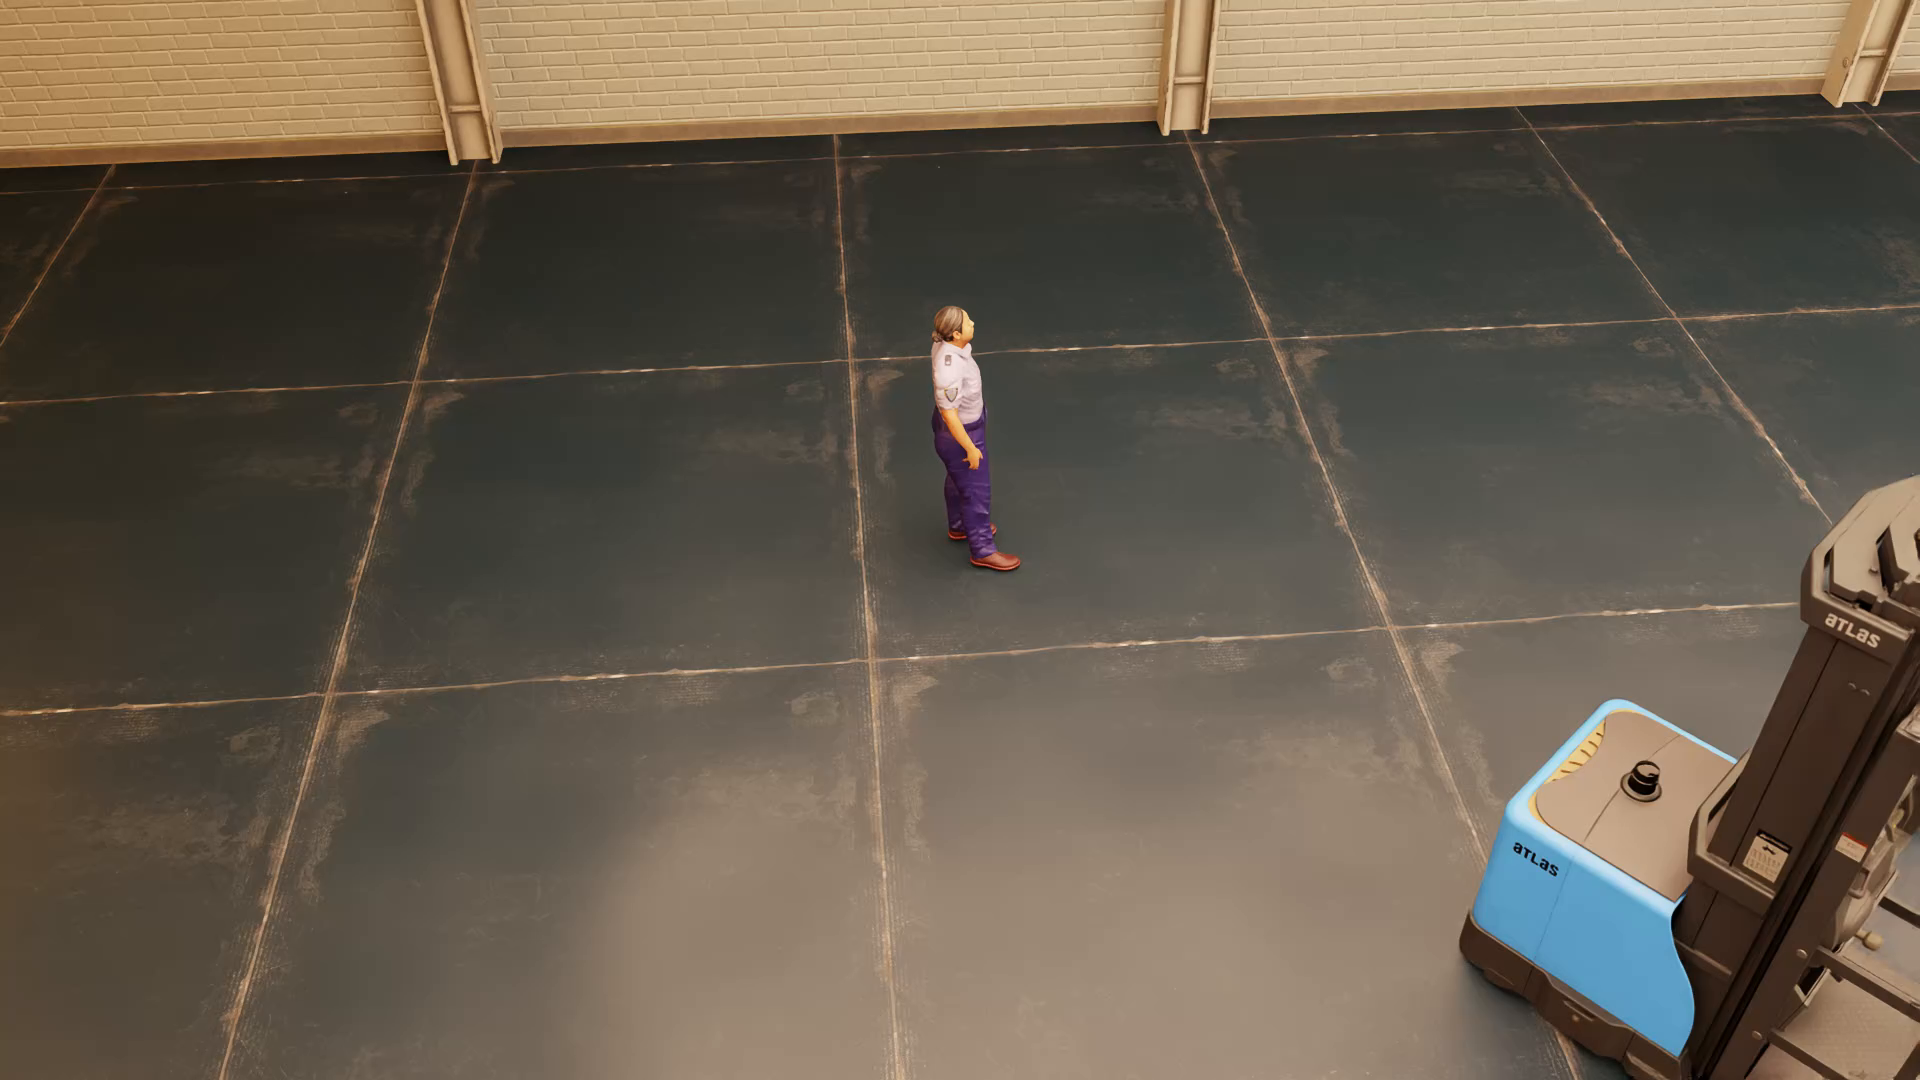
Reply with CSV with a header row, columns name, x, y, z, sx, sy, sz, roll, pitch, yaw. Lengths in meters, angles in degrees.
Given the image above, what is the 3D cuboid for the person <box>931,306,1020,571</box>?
name,x,y,z,sx,sy,sz,roll,pitch,yaw
person,0.092,-0.622,9.641,0.502,1.651,0.598,-3,41,-4

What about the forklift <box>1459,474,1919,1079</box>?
name,x,y,z,sx,sy,sz,roll,pitch,yaw
forklift,3.756,1.311,6.405,3.031,2.935,1.130,33,50,32
